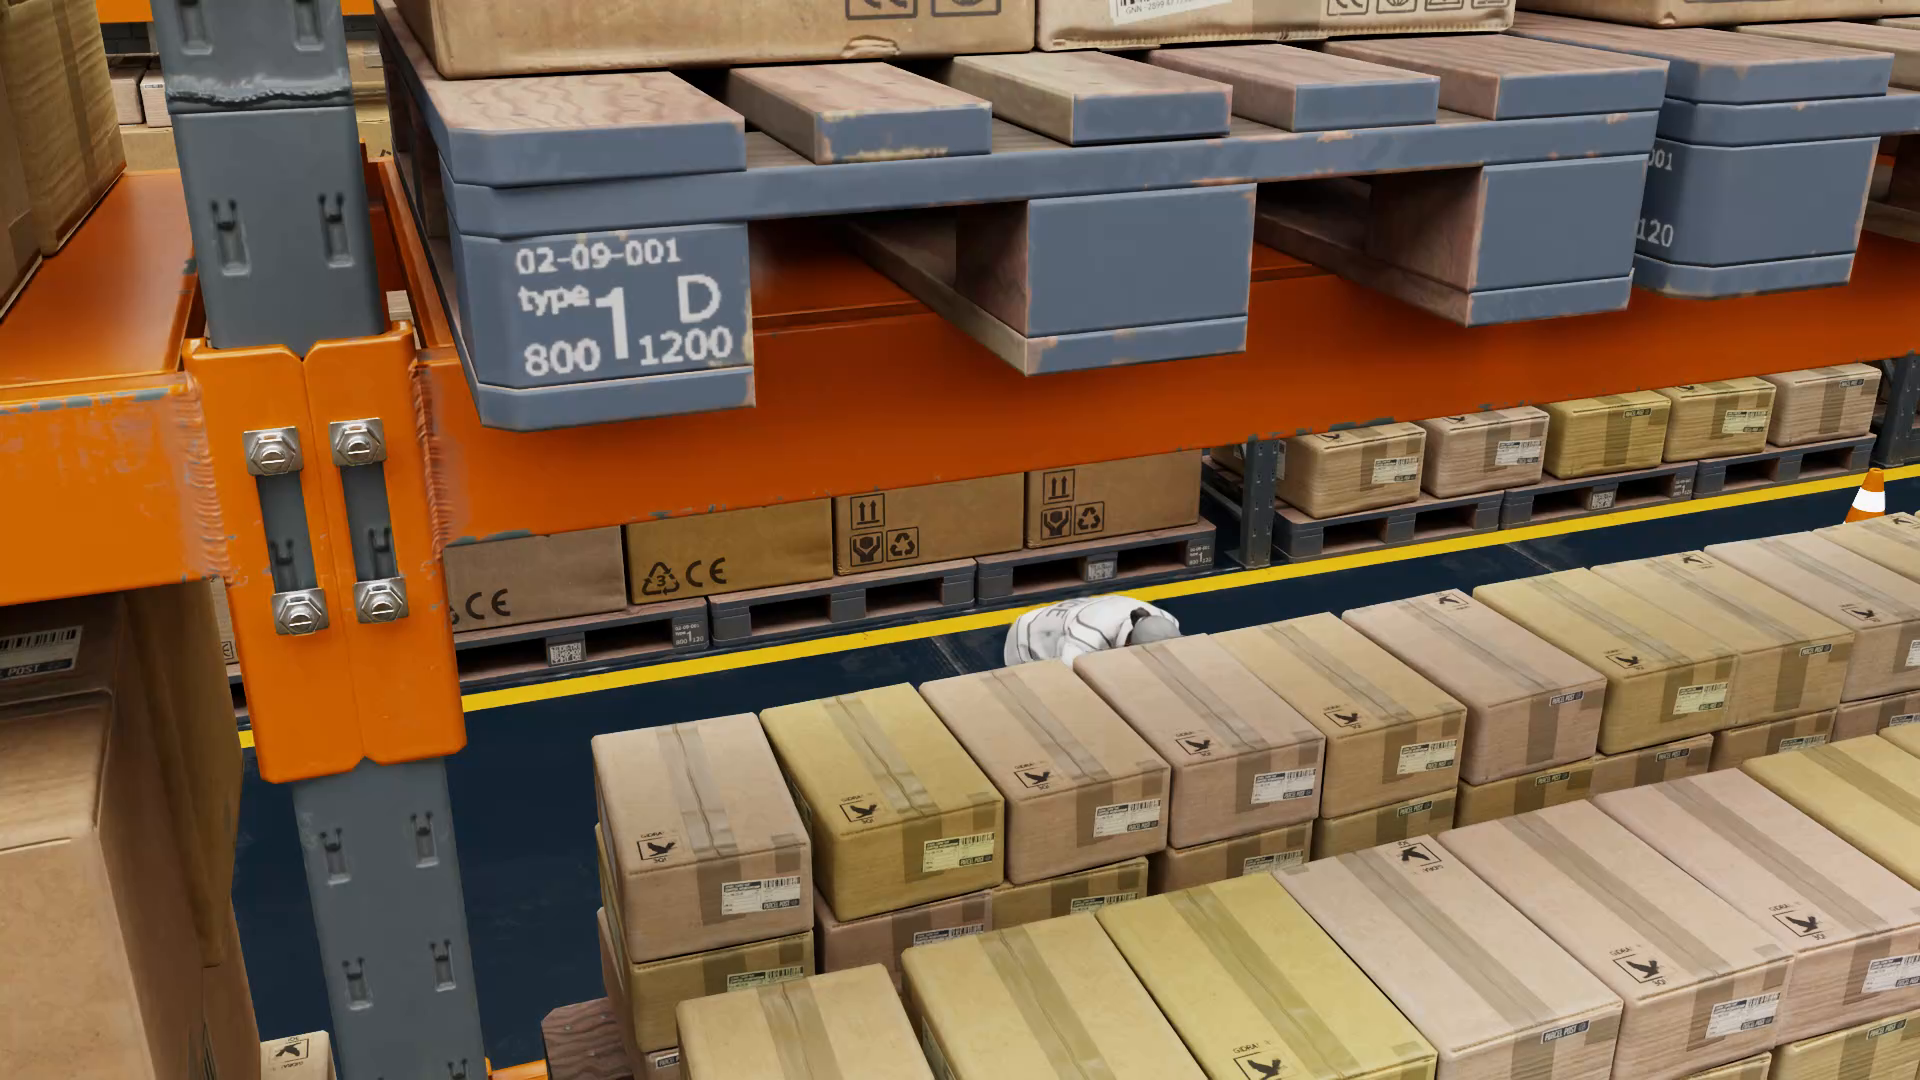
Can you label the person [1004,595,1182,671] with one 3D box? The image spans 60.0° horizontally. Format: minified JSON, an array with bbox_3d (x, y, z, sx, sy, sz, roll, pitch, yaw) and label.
[{"bbox_3d":[0.492,0.531,5.907,0.517,0.837,0.867,-8,24,-19],"label":"person"}]
